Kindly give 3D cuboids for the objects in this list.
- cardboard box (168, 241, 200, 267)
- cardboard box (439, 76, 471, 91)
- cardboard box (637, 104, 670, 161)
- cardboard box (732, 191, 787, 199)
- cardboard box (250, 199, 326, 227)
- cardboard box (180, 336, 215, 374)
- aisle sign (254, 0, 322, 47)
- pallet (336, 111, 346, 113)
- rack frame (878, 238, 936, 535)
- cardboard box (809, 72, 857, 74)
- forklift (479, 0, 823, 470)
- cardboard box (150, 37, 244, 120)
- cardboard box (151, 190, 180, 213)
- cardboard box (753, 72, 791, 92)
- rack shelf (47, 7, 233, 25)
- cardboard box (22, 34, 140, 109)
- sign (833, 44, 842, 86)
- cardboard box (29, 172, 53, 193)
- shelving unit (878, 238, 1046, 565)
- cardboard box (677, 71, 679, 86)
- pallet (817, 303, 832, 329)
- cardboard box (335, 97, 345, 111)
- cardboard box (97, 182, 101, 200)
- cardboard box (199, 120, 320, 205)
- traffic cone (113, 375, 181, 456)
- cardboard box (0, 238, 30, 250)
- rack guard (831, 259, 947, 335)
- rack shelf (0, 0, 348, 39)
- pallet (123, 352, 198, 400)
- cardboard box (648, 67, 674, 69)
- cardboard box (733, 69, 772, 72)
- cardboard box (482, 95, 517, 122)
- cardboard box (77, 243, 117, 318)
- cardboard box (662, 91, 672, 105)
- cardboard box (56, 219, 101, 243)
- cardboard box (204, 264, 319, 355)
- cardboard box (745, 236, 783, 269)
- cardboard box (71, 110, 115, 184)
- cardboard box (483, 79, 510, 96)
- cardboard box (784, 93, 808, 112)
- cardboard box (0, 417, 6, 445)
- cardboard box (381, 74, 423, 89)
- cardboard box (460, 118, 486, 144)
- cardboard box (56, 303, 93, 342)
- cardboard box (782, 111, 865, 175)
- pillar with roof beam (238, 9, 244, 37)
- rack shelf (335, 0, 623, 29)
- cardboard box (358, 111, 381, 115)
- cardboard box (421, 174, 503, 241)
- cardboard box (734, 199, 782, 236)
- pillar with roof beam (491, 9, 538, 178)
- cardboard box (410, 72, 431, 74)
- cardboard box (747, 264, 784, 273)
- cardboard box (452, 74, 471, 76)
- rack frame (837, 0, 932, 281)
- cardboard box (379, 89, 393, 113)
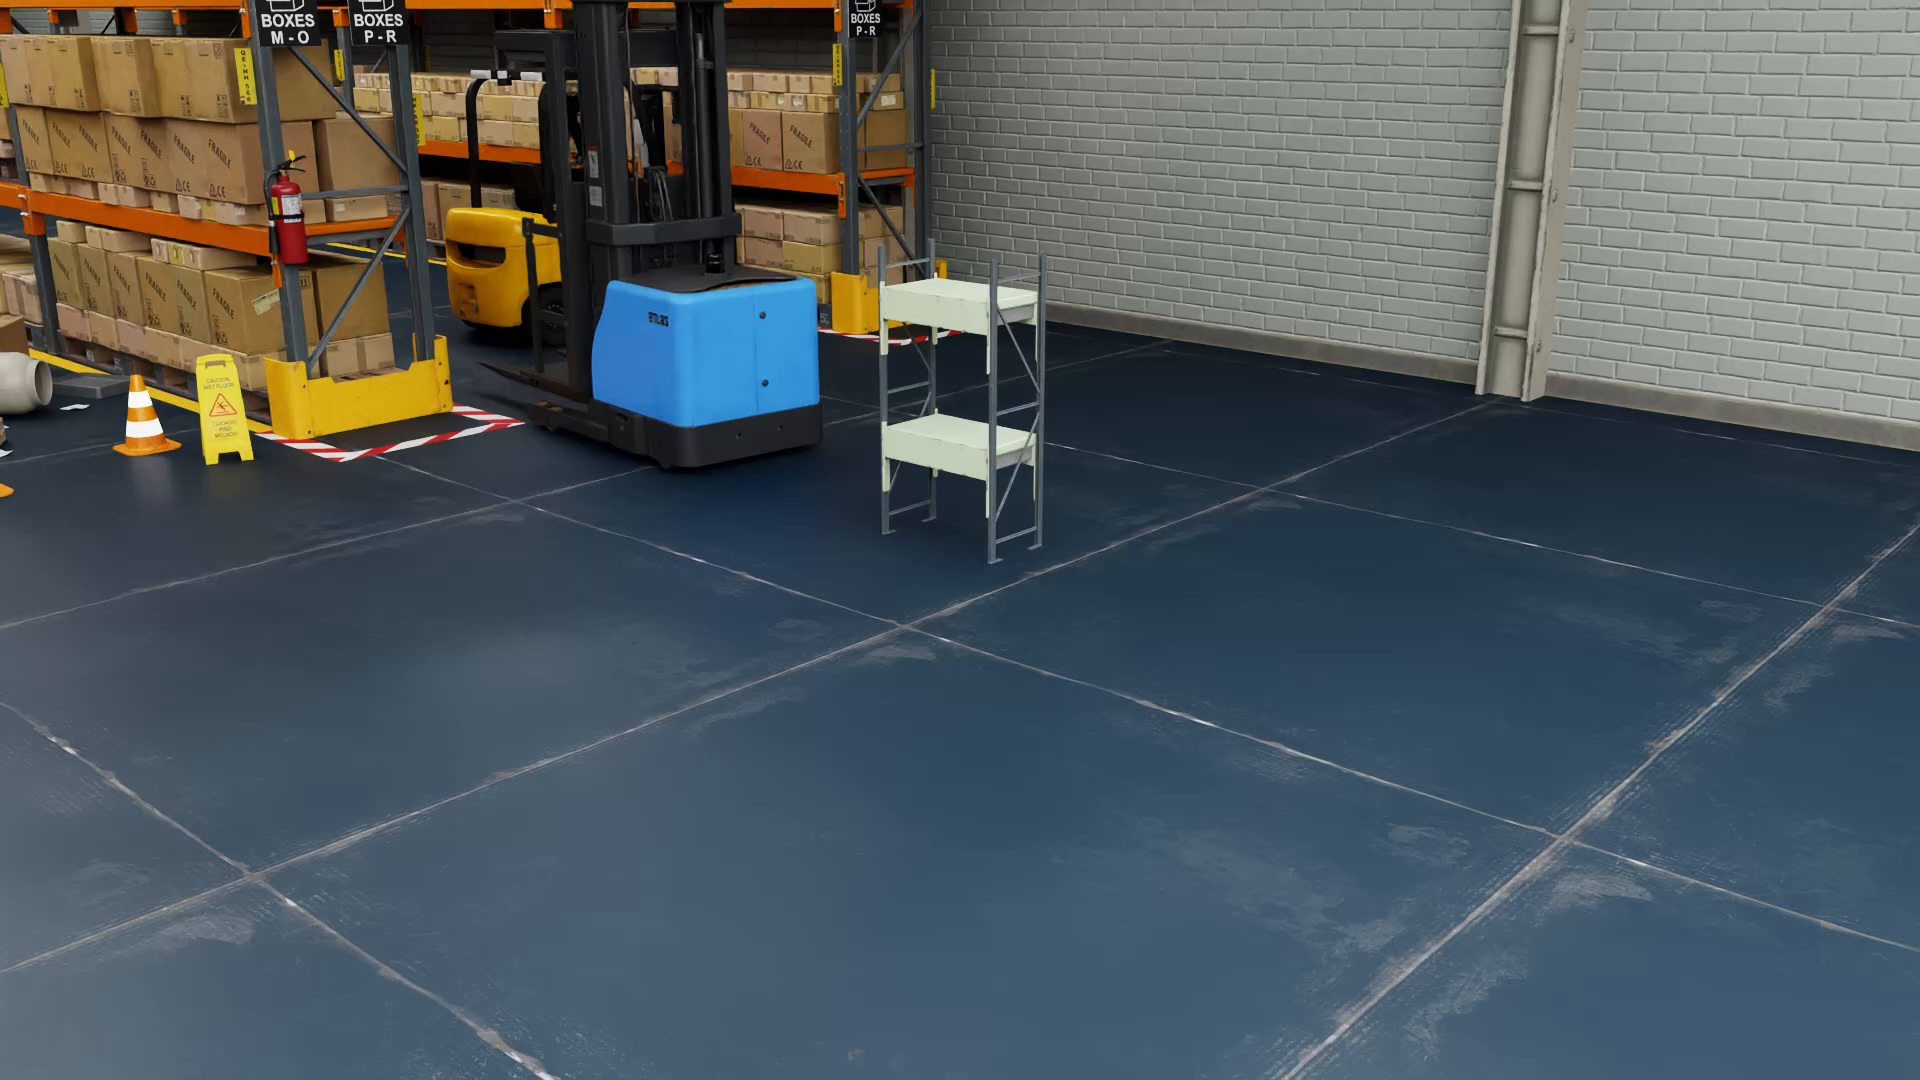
[{"bbox_3d":[-5.195,-1.980,11.430,0.250,0.149,0.380,16,23,40],"label":"cardboard box"},{"bbox_3d":[-5.336,-4.881,17.795,0.250,0.149,0.380,15,23,39],"label":"cardboard box"},{"bbox_3d":[-2.679,-3.836,15.575,0.500,0.500,0.500,15,23,39],"label":"cardboard box"},{"bbox_3d":[-1.981,-3.148,15.770,0.500,0.250,0.500,14,23,38],"label":"cardboard box"},{"bbox_3d":[-4.340,-2.119,10.744,0.250,0.149,0.380,16,24,41],"label":"cardboard box"},{"bbox_3d":[-5.083,-1.309,11.628,0.500,0.250,0.500,15,23,39],"label":"cardboard box"},{"bbox_3d":[-4.064,-3.373,9.983,0.004,0.787,0.394,15,23,39],"label":"aisle sign"},{"bbox_3d":[-7.163,-4.971,19.632,1.003,0.211,1.213,15,23,39],"label":"pallet"},{"bbox_3d":[-0.269,-0.787,8.612,0.023,1.500,0.400,15,23,39],"label":"rack frame"},{"bbox_3d":[-1.116,-4.060,14.716,0.250,0.149,0.380,16,23,40],"label":"cardboard box"},{"bbox_3d":[-2.199,-2.187,10.657,1.130,2.935,3.031,-15,23,-39],"label":"forklift"},{"bbox_3d":[-4.818,-3.034,10.904,0.500,0.500,0.700,15,23,40],"label":"cardboard box"},{"bbox_3d":[-5.343,-2.360,11.504,0.250,0.149,0.380,15,23,39],"label":"cardboard box"},{"bbox_3d":[-1.589,-4.014,14.572,0.250,0.149,0.380,15,23,40],"label":"cardboard box"},{"bbox_3d":[-11.097,-7.233,22.676,4.000,0.370,1.077,15,23,39],"label":"rack shelf"},{"bbox_3d":[-6.357,-3.436,12.170,0.500,0.500,0.700,15,23,40],"label":"cardboard box"},{"bbox_3d":[-0.996,-3.880,13.574,0.005,0.325,0.100,15,23,39],"label":"sign"},{"bbox_3d":[-6.887,-2.759,12.763,0.250,0.149,0.380,15,23,39],"label":"cardboard box"},{"bbox_3d":[0.005,-0.714,8.381,0.755,1.500,0.431,15,23,39],"label":"shelving unit"},{"bbox_3d":[-2.362,-4.219,15.219,0.250,0.149,0.380,15,23,39],"label":"cardboard box"},{"bbox_3d":[-1.226,-2.151,15.039,1.213,0.211,1.003,15,23,39],"label":"pallet"},{"bbox_3d":[-7.355,-5.067,19.341,0.250,0.149,0.380,16,23,40],"label":"cardboard box"},{"bbox_3d":[-6.063,-2.570,12.166,0.250,0.149,0.380,15,23,39],"label":"cardboard box"},{"bbox_3d":[-4.507,-2.448,10.709,0.500,0.500,0.500,15,23,38],"label":"cardboard box"},{"bbox_3d":[-5.096,-0.797,10.358,0.334,0.463,0.336,15,23,39],"label":"traffic cone"},{"bbox_3d":[-8.928,-2.504,15.192,0.625,0.372,0.950,14,23,38],"label":"cardboard box"},{"bbox_3d":[-0.608,-2.139,14.526,0.348,0.500,1.175,15,23,39],"label":"rack guard"},{"bbox_3d":[-5.414,-3.700,11.543,4.000,0.370,1.077,15,23,39],"label":"rack shelf"},{"bbox_3d":[-5.467,-1.314,12.403,1.213,0.211,1.003,15,23,39],"label":"pallet"},{"bbox_3d":[-2.811,-4.532,16.203,0.250,0.149,0.380,15,23,39],"label":"cardboard box"},{"bbox_3d":[-1.873,-4.267,15.369,0.250,0.149,0.380,15,23,40],"label":"cardboard box"},{"bbox_3d":[-4.544,-4.448,17.090,0.500,0.250,0.500,14,23,38],"label":"cardboard box"},{"bbox_3d":[-6.239,-1.978,12.496,0.500,0.500,0.500,16,24,41],"label":"cardboard box"},{"bbox_3d":[-2.616,-4.109,15.361,0.250,0.149,0.380,14,22,38],"label":"cardboard box"},{"bbox_3d":[-6.594,-2.353,12.606,0.250,0.149,0.380,15,23,40],"label":"cardboard box"},{"bbox_3d":[-4.690,-1.561,11.182,0.500,0.500,0.500,15,23,40],"label":"cardboard box"},{"bbox_3d":[-1.565,-2.594,14.850,0.500,0.250,0.500,15,23,39],"label":"cardboard box"},{"bbox_3d":[-6.008,-2.854,11.988,0.500,0.500,0.500,15,23,39],"label":"cardboard box"},{"bbox_3d":[-4.658,-4.645,17.053,0.250,0.149,0.380,14,22,38],"label":"cardboard box"},{"bbox_3d":[-1.282,-3.743,14.210,0.250,0.149,0.380,16,23,40],"label":"cardboard box"},{"bbox_3d":[-6.238,-0.659,10.442,0.380,0.149,0.250,-6,18,-18],"label":"cardboard box"},{"bbox_3d":[-6.157,-5.069,18.387,0.250,0.149,0.380,16,24,41],"label":"cardboard box"},{"bbox_3d":[-4.899,-4.316,17.499,0.500,0.250,0.500,15,23,40],"label":"cardboard box"},{"bbox_3d":[-6.648,-1.725,12.940,0.500,0.250,0.500,14,22,37],"label":"cardboard box"},{"bbox_3d":[-1.168,-3.423,14.272,0.500,0.500,0.500,14,23,38],"label":"cardboard box"},{"bbox_3d":[-12.381,-7.974,18.862,0.400,9.000,9.100,15,23,39],"label":"pillar with roof beam"},{"bbox_3d":[-5.114,-5.627,17.614,4.000,0.370,1.077,15,23,39],"label":"rack shelf"},{"bbox_3d":[-6.440,-4.726,18.792,0.500,0.250,0.500,15,23,39],"label":"cardboard box"},{"bbox_3d":[-5.658,-3.752,18.708,0.625,0.625,0.875,16,24,41],"label":"cardboard box"},{"bbox_3d":[-1.947,-2.924,15.064,0.500,0.250,0.500,15,23,40],"label":"cardboard box"},{"bbox_3d":[-7.894,-6.769,15.066,0.400,9.000,9.100,15,23,39],"label":"pillar with roof beam"},{"bbox_3d":[-6.232,-5.279,19.050,0.250,0.149,0.380,16,24,41],"label":"cardboard box"},{"bbox_3d":[-1.553,-2.350,14.909,0.500,0.250,0.500,15,23,39],"label":"cardboard box"},{"bbox_3d":[-5.435,-5.083,18.430,0.250,0.149,0.380,15,23,39],"label":"cardboard box"},{"bbox_3d":[-0.626,-3.336,14.163,0.127,3.000,1.000,15,23,39],"label":"rack frame"},{"bbox_3d":[-6.066,-4.863,18.399,0.500,0.250,0.500,16,24,41],"label":"cardboard box"}]
